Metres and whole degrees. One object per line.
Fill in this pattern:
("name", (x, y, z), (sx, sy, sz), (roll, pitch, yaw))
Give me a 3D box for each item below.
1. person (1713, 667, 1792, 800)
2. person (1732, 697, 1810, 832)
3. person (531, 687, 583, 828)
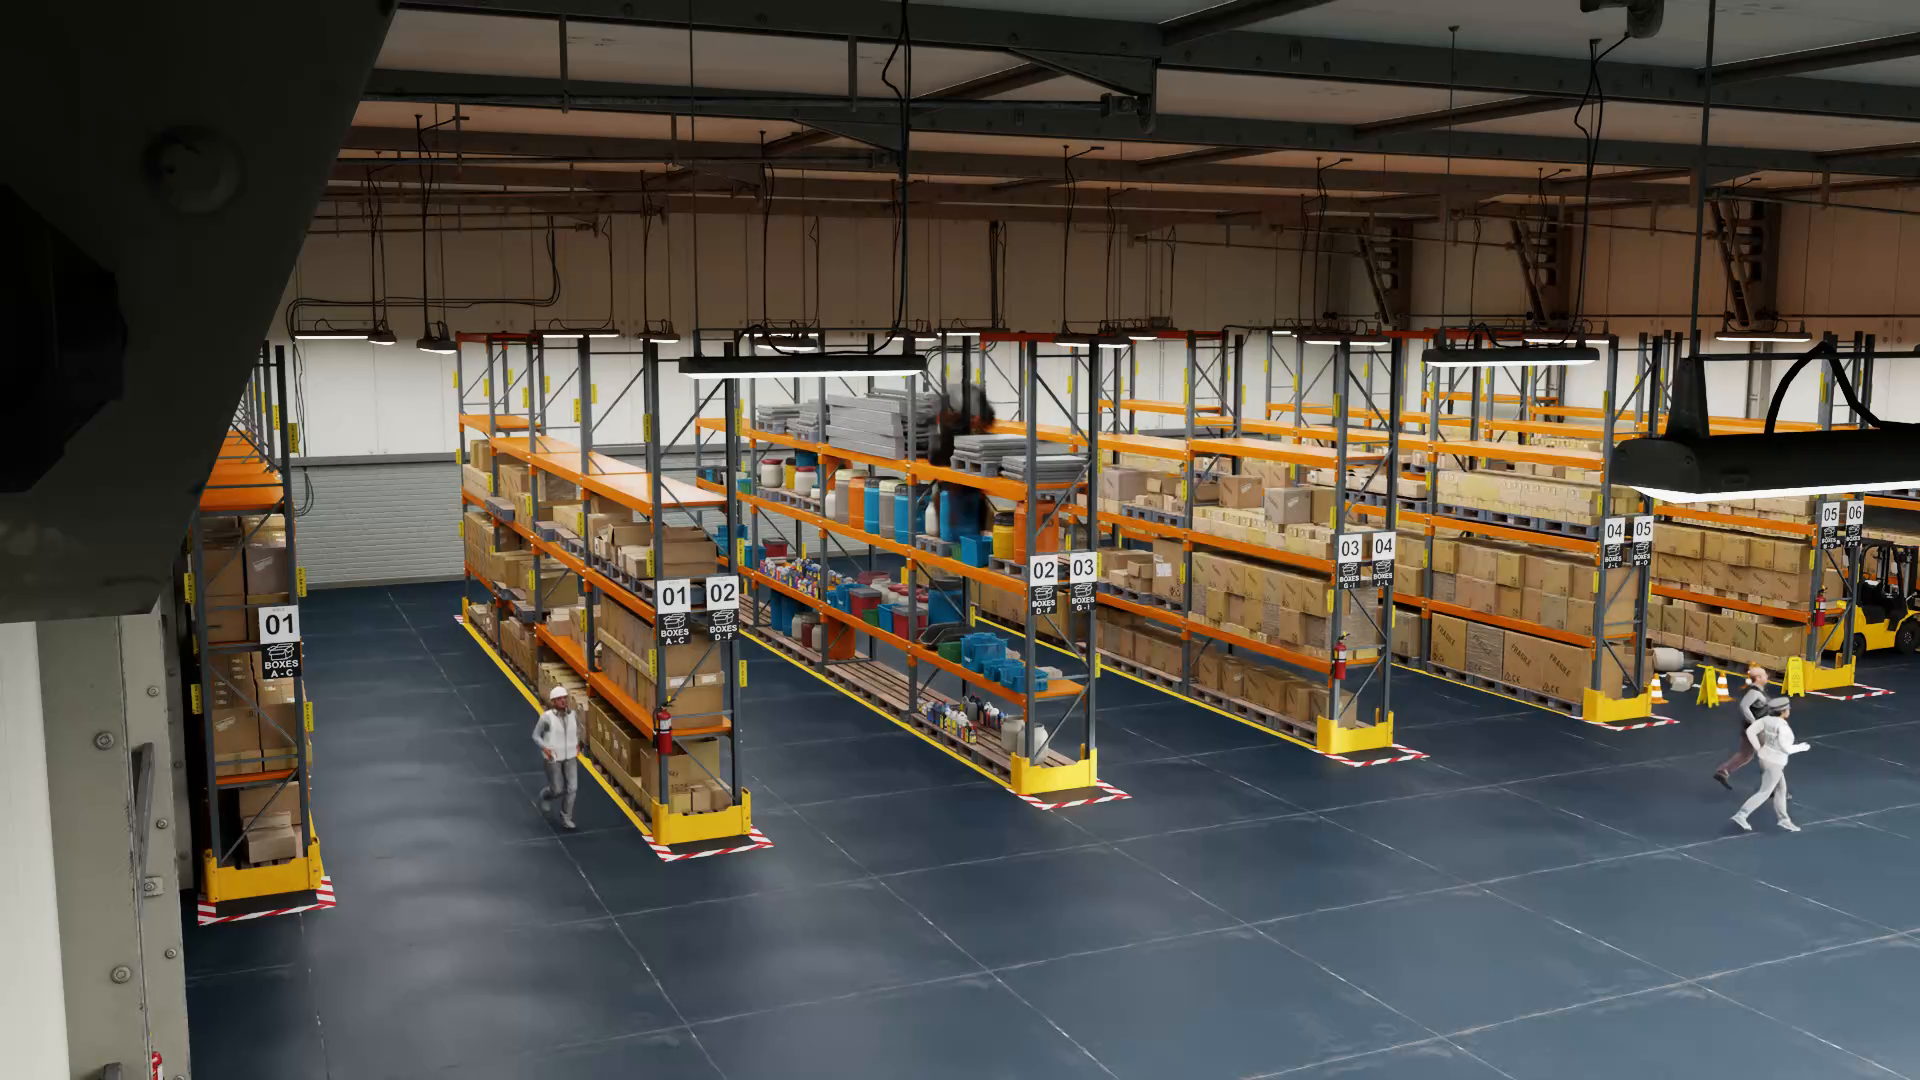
("person", (10.453, 2.514, 21.842), (0.950, 1.708, 0.659), (2, 8, 16))
("person", (9.904, 2.756, 20.328), (0.896, 1.707, 0.574), (0, 8, 2))
("person", (-4.993, 2.682, 20.738), (0.675, 1.740, 0.723), (-6, 10, -38))
